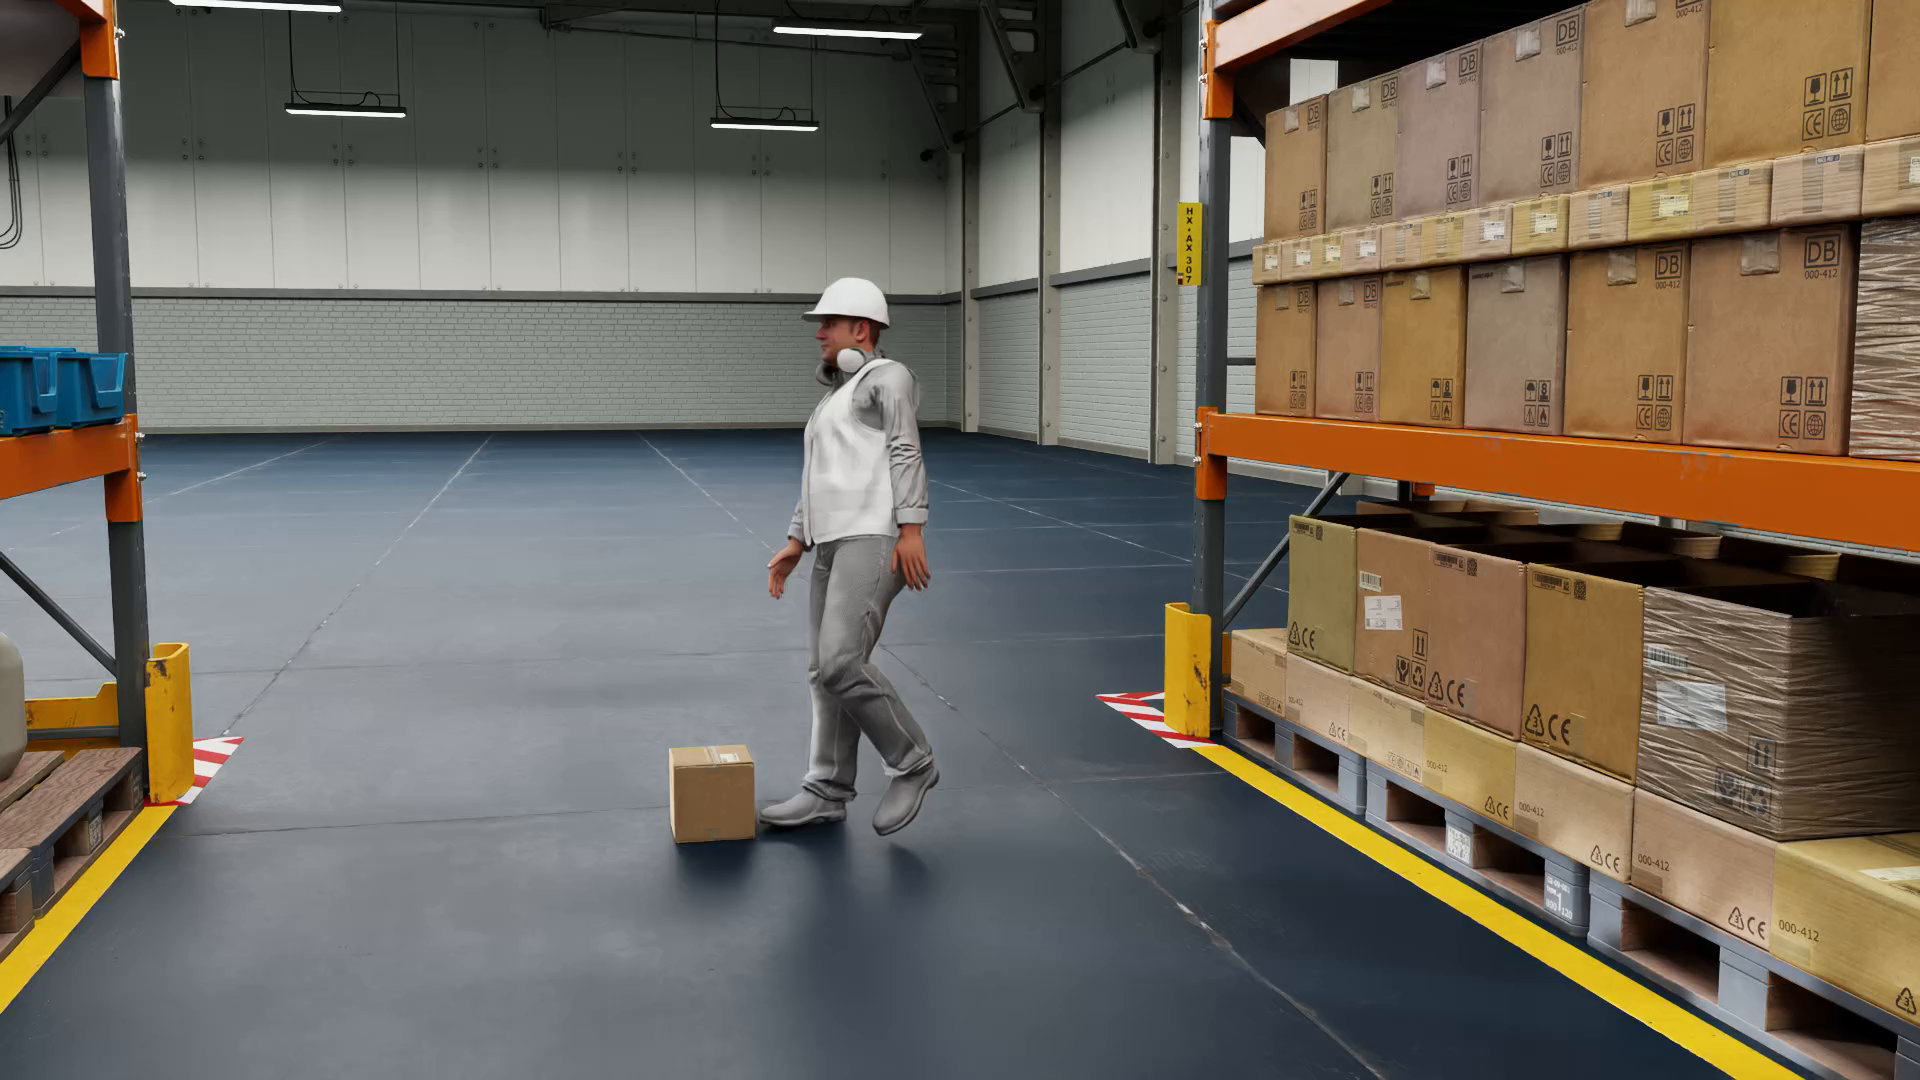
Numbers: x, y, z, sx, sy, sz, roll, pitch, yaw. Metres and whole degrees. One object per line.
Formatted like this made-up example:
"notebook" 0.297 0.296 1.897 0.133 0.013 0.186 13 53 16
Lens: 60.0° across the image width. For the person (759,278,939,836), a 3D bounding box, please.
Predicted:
"person" -0.396 0.040 5.375 0.541 1.773 0.648 -2 7 -21
